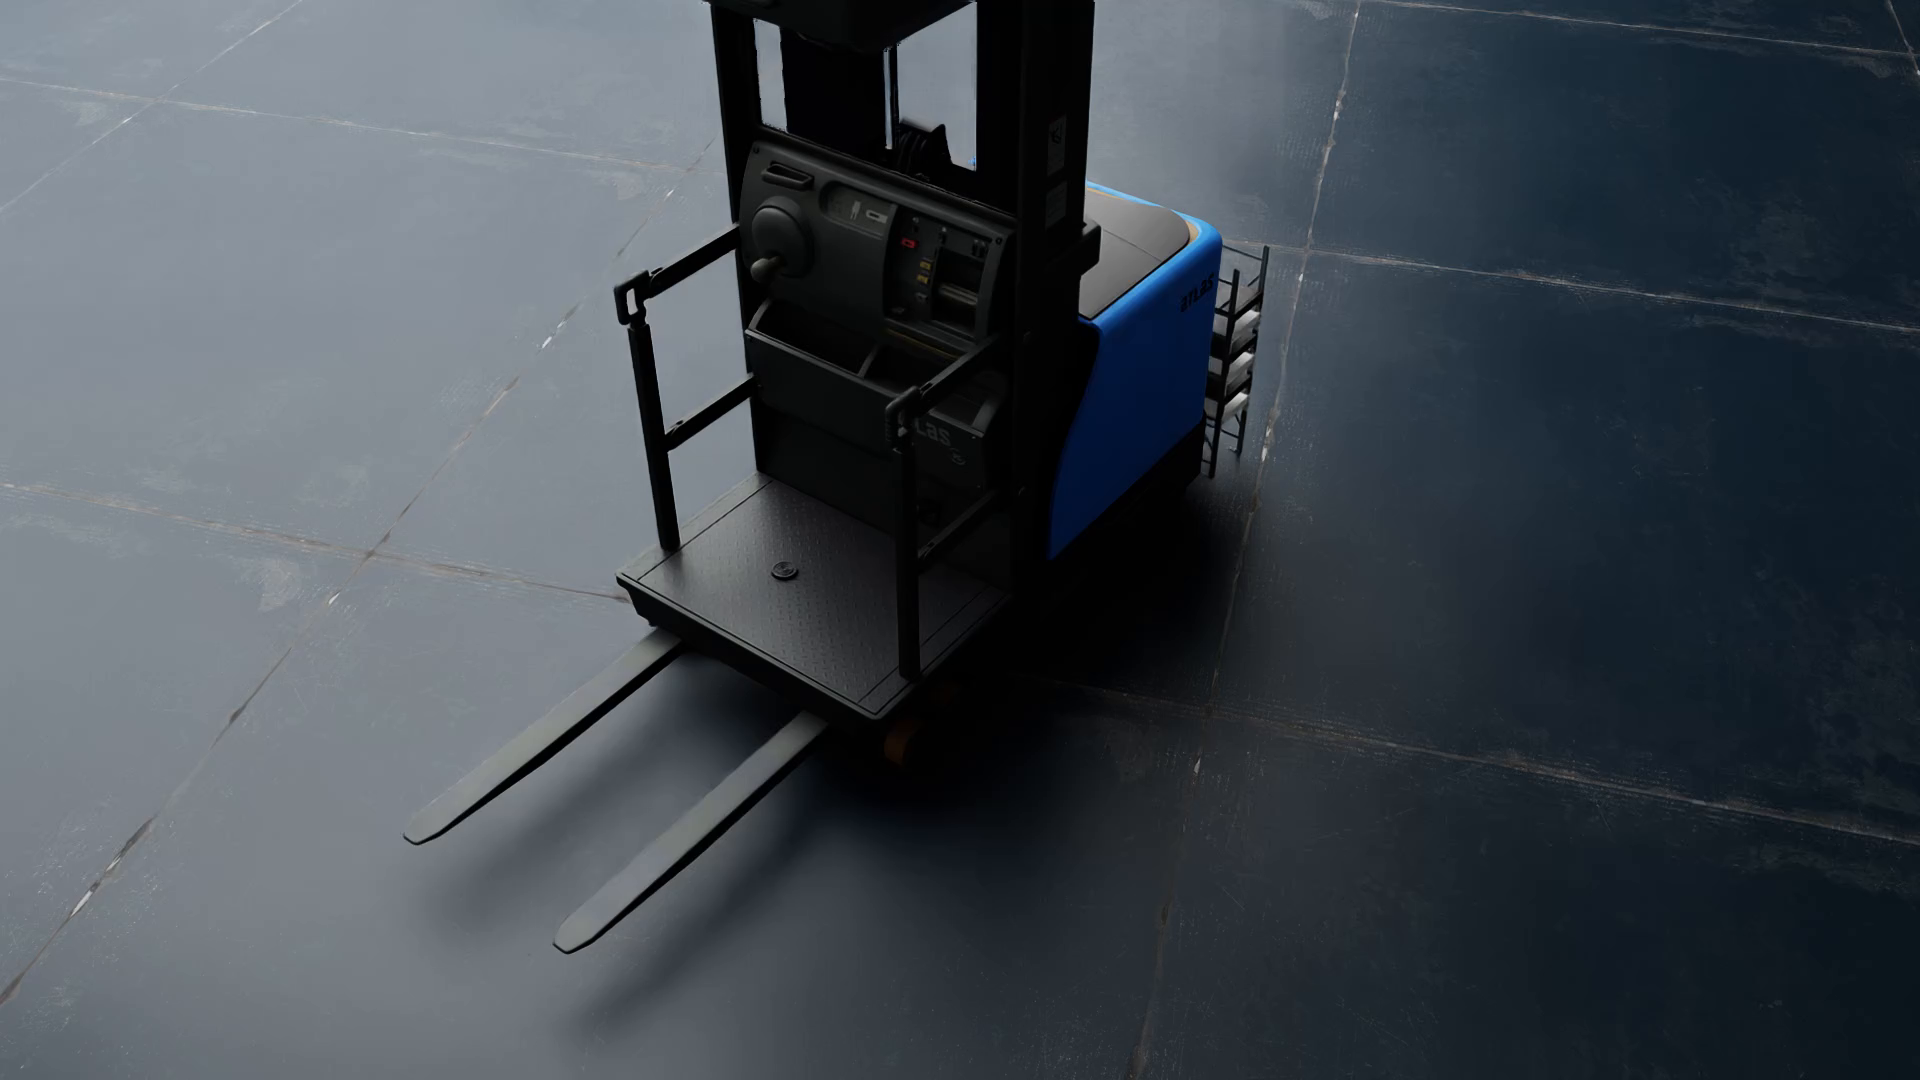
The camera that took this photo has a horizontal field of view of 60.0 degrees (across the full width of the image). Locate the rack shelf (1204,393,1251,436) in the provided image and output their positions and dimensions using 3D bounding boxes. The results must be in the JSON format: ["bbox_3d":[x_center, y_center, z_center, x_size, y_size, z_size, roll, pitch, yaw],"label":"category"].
[{"bbox_3d":[0.923,-0.511,6.224,0.258,0.077,0.200,27,47,28],"label":"rack shelf"}]

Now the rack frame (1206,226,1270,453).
[{"bbox_3d":[0.985,-0.726,6.148,0.240,0.900,0.006,27,47,28],"label":"rack frame"}]

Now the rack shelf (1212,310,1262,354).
[{"bbox_3d":[0.923,-0.787,5.992,0.258,0.077,0.200,27,47,28],"label":"rack shelf"}]

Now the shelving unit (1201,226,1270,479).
[{"bbox_3d":[0.923,-0.675,6.086,0.258,0.900,0.210,27,47,28],"label":"shelving unit"}]

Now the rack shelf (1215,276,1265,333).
[{"bbox_3d":[0.923,-0.856,5.934,0.258,0.077,0.200,27,47,28],"label":"rack shelf"}]

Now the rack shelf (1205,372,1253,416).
[{"bbox_3d":[0.923,-0.580,6.166,0.258,0.077,0.200,27,47,28],"label":"rack shelf"}]

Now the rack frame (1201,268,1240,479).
[{"bbox_3d":[0.860,-0.623,6.025,0.240,0.900,0.006,27,47,28],"label":"rack frame"}]

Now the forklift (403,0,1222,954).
[{"bbox_3d":[-0.388,-0.777,4.629,1.130,2.935,3.031,26,46,27],"label":"forklift"}]

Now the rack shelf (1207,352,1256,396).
[{"bbox_3d":[0.923,-0.649,6.108,0.258,0.077,0.200,27,47,28],"label":"rack shelf"}]

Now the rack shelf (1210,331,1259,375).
[{"bbox_3d":[0.923,-0.718,6.050,0.258,0.077,0.200,27,47,28],"label":"rack shelf"}]
